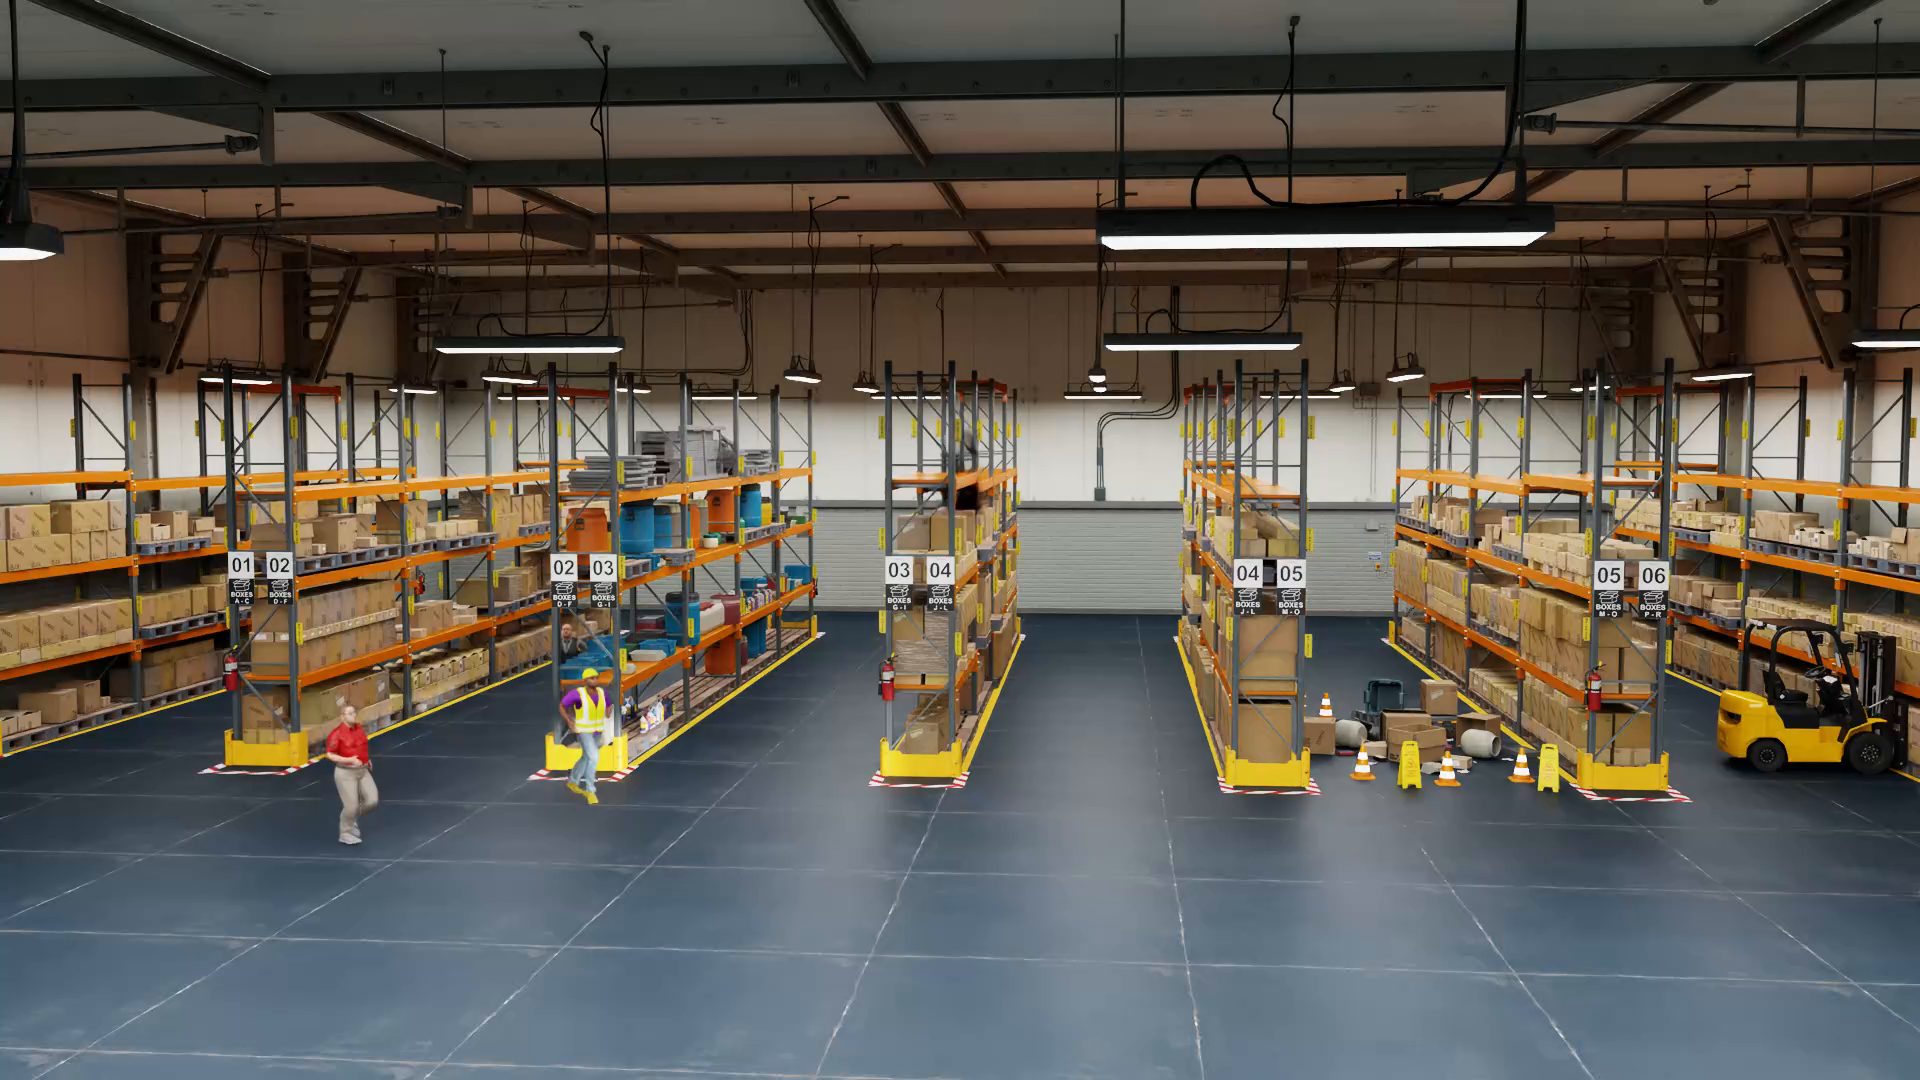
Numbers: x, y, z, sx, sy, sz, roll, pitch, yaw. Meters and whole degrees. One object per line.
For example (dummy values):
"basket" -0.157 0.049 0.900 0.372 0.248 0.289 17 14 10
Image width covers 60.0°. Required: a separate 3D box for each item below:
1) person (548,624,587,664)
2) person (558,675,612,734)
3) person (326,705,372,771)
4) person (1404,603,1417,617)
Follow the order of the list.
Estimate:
"person" -6.646 1.853 28.052 0.638 0.863 0.656 0 4 2
"person" -4.995 2.197 22.515 0.555 0.868 0.715 3 5 38
"person" -7.294 2.412 20.065 0.584 0.833 0.652 2 4 28
"person" 10.992 1.667 40.479 0.503 1.348 0.640 3 5 38
